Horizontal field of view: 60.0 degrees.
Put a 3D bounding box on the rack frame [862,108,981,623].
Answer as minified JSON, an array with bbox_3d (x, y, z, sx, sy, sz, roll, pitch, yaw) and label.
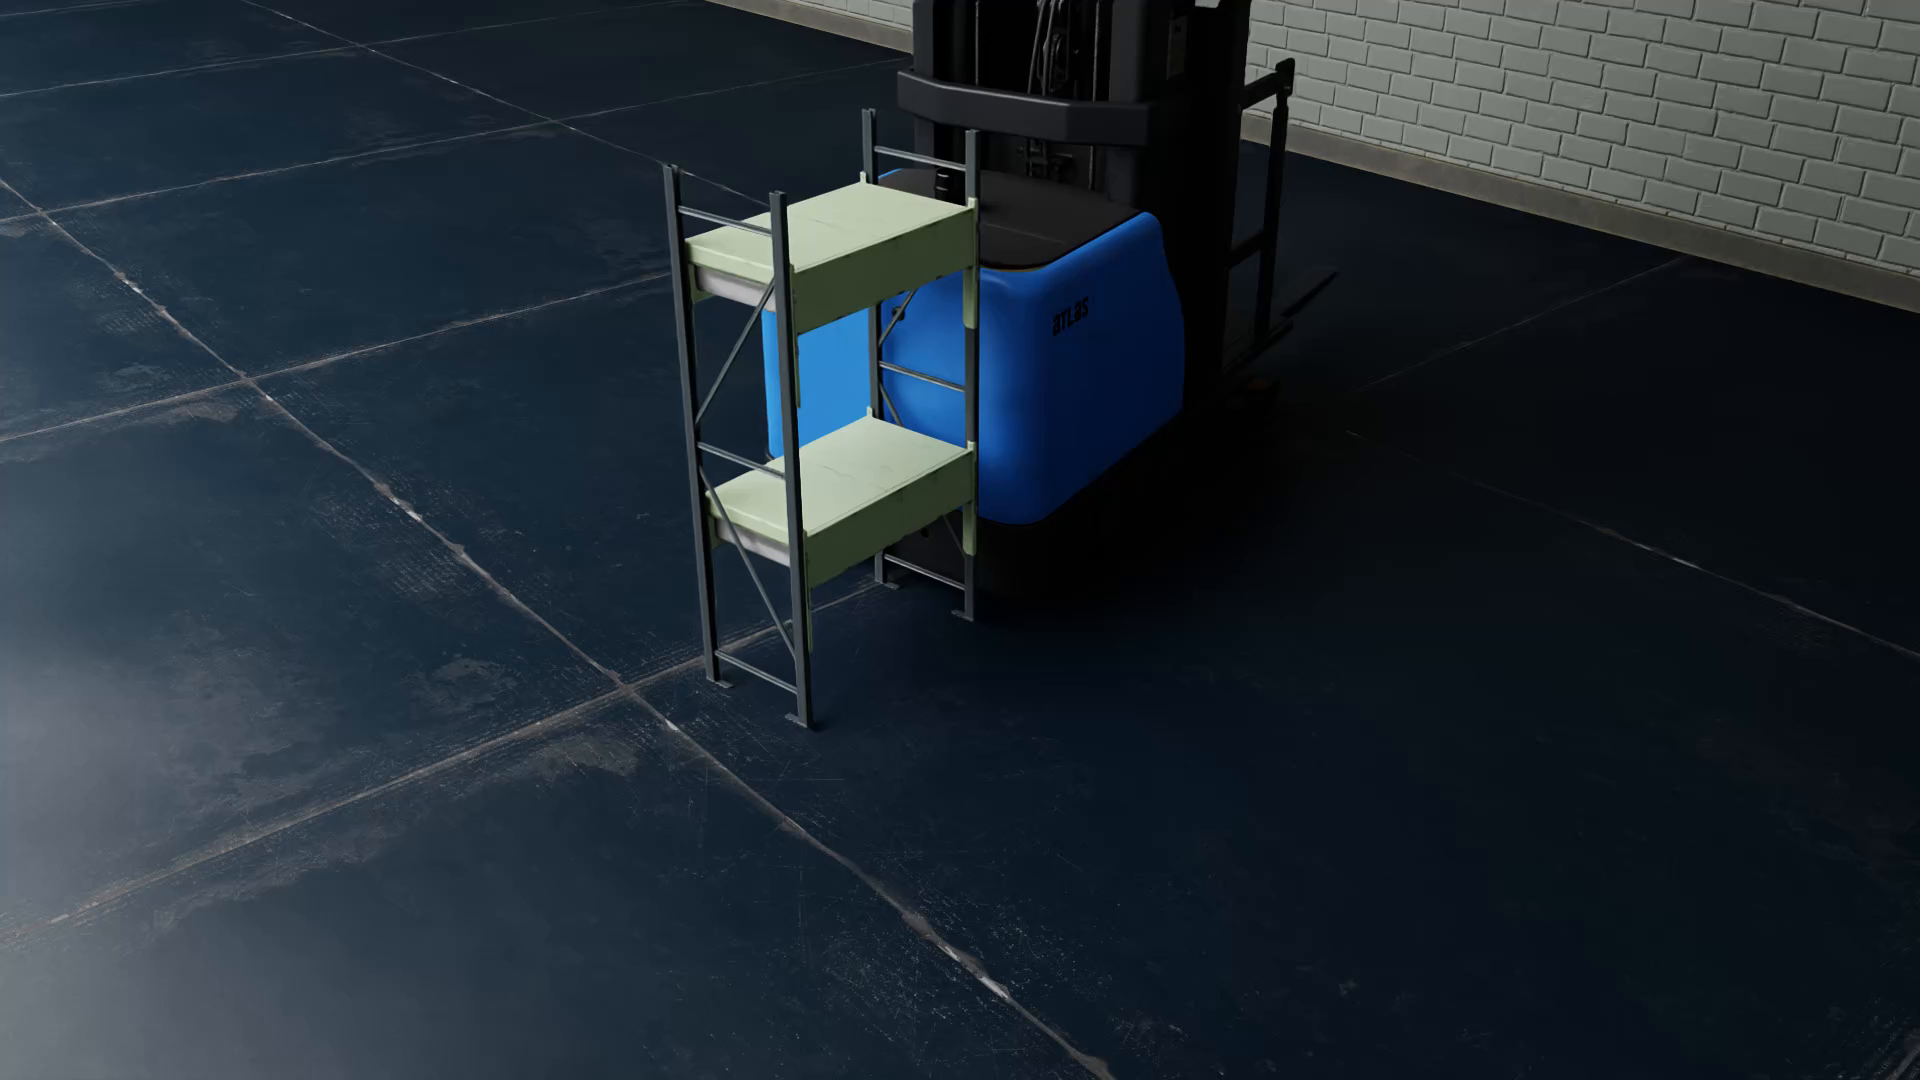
[{"bbox_3d":[-0.108,-0.471,4.835,0.400,1.500,0.023,21,34,34],"label":"rack frame"}]

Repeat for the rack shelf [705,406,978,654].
[{"bbox_3d":[-0.338,-0.049,4.738,0.431,0.370,0.720,21,34,34],"label":"rack shelf"}]

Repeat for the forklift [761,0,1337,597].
[{"bbox_3d":[0.571,-1.771,5.749,1.130,2.935,3.031,16,32,28],"label":"forklift"}]

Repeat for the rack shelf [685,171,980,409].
[{"bbox_3d":[-0.338,-0.681,4.400,0.431,0.370,0.720,21,34,34],"label":"rack shelf"}]

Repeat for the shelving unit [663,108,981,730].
[{"bbox_3d":[-0.338,-0.337,4.584,0.431,1.500,0.755,21,34,34],"label":"shelving unit"}]

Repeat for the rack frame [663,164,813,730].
[{"bbox_3d":[-0.567,-0.203,4.333,0.400,1.500,0.023,21,34,34],"label":"rack frame"}]
